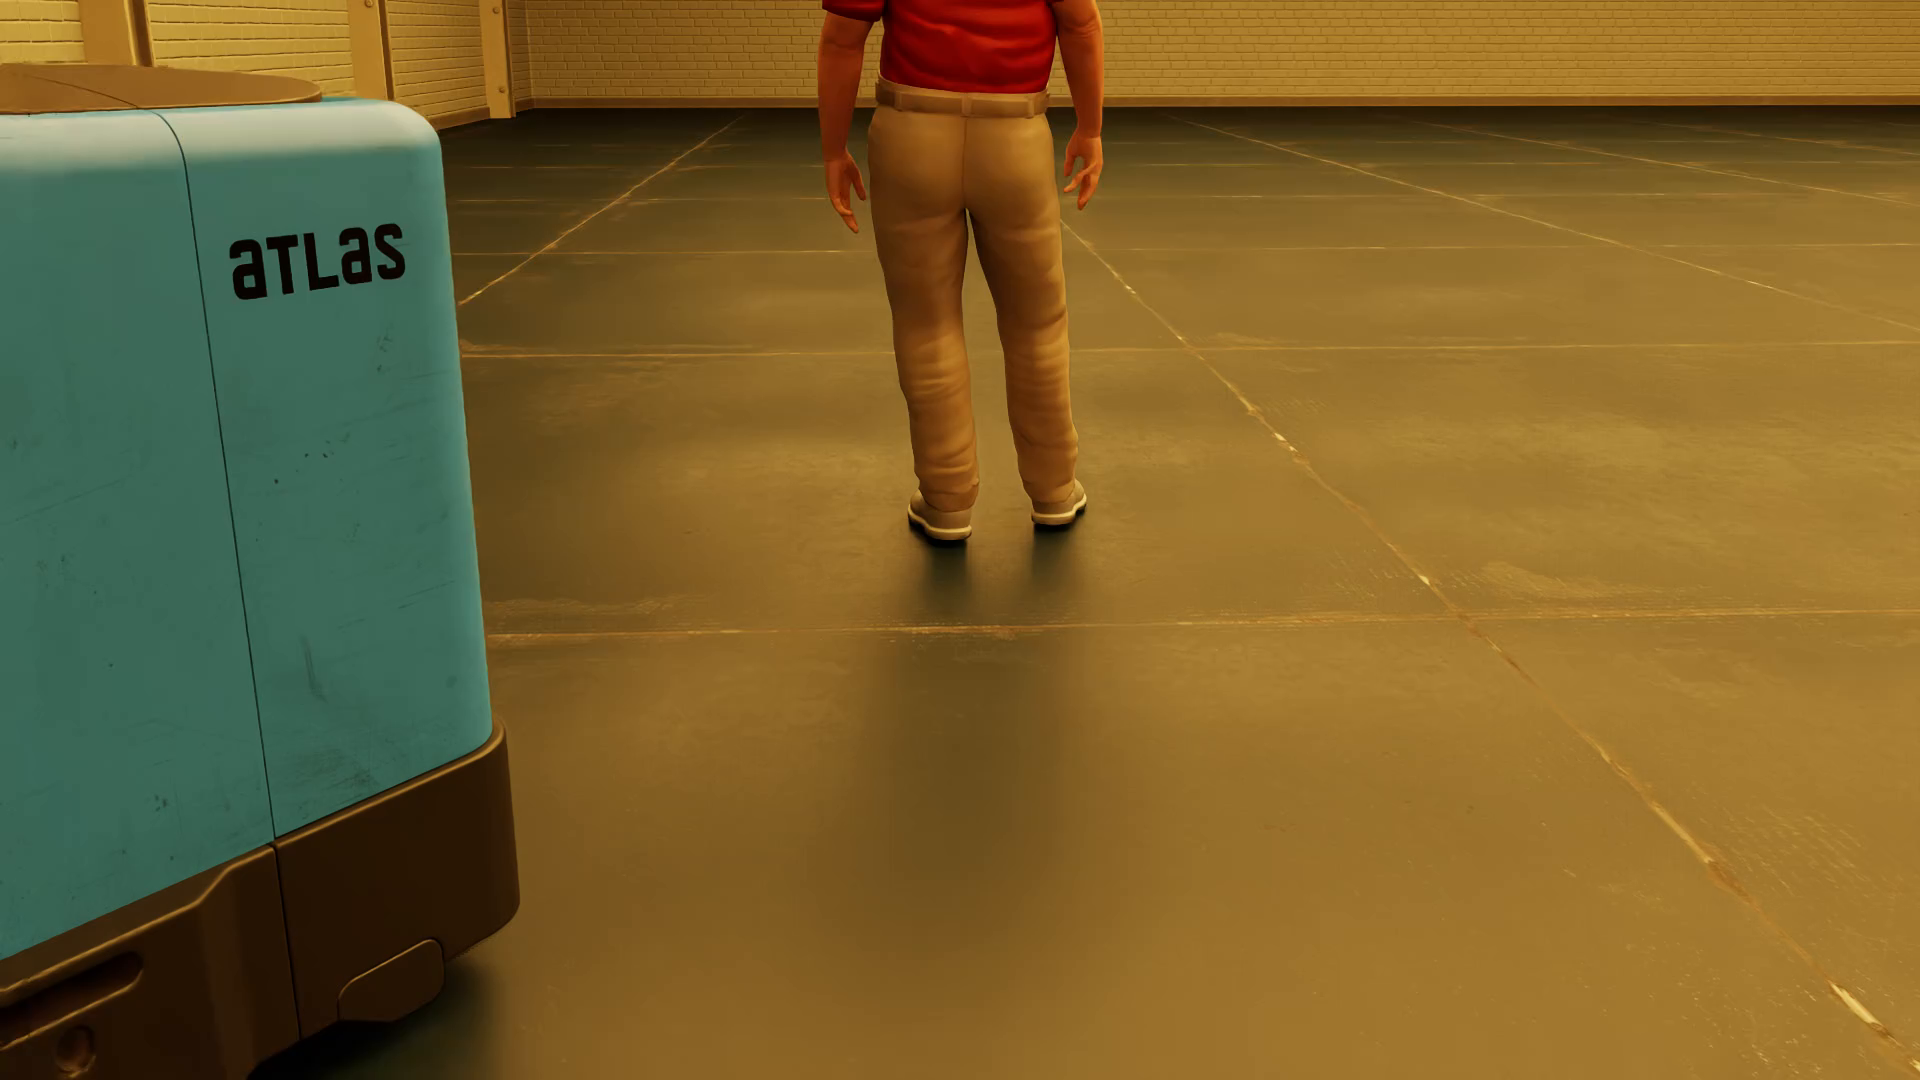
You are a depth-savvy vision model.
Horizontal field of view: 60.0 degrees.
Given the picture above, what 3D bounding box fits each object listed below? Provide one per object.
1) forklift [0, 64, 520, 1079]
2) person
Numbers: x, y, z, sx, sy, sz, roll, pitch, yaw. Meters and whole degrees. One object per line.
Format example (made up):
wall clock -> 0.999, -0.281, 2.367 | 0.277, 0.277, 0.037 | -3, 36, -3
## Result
forklift -> -1.796, -0.582, 0.812 | 1.130, 2.935, 3.031 | 11, 20, 32
person -> 0.008, -0.860, 3.749 | 0.640, 1.727, 0.551 | -1, 17, -3
